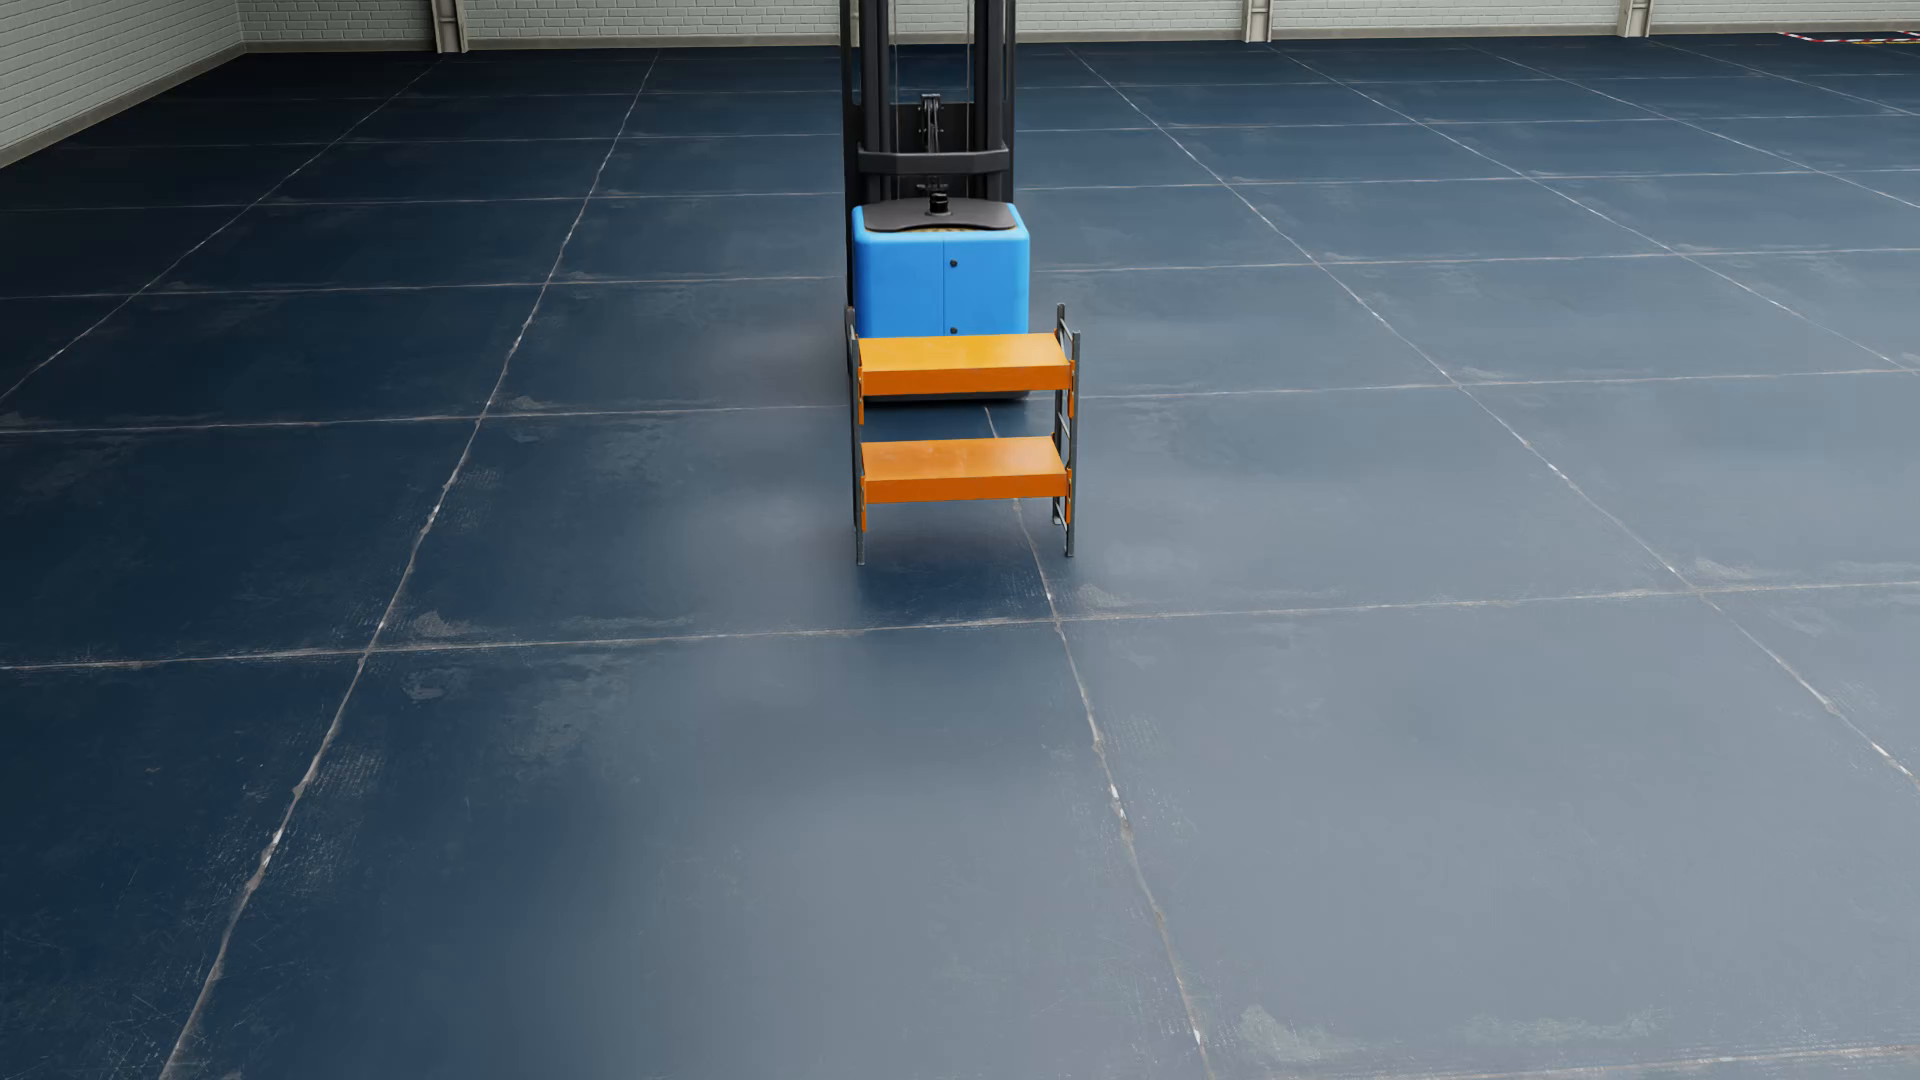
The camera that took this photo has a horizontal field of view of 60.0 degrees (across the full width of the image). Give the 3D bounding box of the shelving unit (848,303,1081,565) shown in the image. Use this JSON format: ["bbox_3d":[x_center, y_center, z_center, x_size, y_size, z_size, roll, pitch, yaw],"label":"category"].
[{"bbox_3d":[0.007,-0.514,8.022,1.048,1.125,0.538,-2,24,-5],"label":"shelving unit"}]

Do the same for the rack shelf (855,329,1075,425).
[{"bbox_3d":[0.007,-0.782,7.903,1.000,0.278,0.538,-2,24,-5],"label":"rack shelf"}]

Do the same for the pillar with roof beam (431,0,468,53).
[{"bbox_3d":[-6.998,-9.526,18.603,0.400,9.000,9.100,-2,24,-5],"label":"pillar with roof beam"}]

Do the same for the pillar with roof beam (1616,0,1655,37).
[{"bbox_3d":[10.915,-10.245,20.219,0.400,9.000,9.100,-2,24,-5],"label":"pillar with roof beam"}]

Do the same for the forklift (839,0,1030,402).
[{"bbox_3d":[-0.220,-2.723,10.768,1.130,2.935,3.031,-2,24,-4],"label":"forklift"}]

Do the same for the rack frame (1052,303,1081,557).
[{"bbox_3d":[0.513,-0.535,8.068,0.032,1.125,0.500,-2,24,-5],"label":"rack frame"}]

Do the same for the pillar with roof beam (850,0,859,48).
[{"bbox_3d":[-1.027,-9.766,19.142,0.400,9.000,9.100,-2,24,-5],"label":"pillar with roof beam"}]

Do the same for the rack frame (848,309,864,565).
[{"bbox_3d":[-0.499,-0.494,7.976,0.032,1.125,0.500,-2,24,-5],"label":"rack frame"}]

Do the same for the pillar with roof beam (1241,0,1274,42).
[{"bbox_3d":[4.944,-10.005,19.681,0.400,9.000,9.100,-2,24,-5],"label":"pillar with roof beam"}]

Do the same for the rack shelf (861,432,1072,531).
[{"bbox_3d":[0.007,-0.291,8.121,1.000,0.278,0.538,-2,24,-5],"label":"rack shelf"}]
